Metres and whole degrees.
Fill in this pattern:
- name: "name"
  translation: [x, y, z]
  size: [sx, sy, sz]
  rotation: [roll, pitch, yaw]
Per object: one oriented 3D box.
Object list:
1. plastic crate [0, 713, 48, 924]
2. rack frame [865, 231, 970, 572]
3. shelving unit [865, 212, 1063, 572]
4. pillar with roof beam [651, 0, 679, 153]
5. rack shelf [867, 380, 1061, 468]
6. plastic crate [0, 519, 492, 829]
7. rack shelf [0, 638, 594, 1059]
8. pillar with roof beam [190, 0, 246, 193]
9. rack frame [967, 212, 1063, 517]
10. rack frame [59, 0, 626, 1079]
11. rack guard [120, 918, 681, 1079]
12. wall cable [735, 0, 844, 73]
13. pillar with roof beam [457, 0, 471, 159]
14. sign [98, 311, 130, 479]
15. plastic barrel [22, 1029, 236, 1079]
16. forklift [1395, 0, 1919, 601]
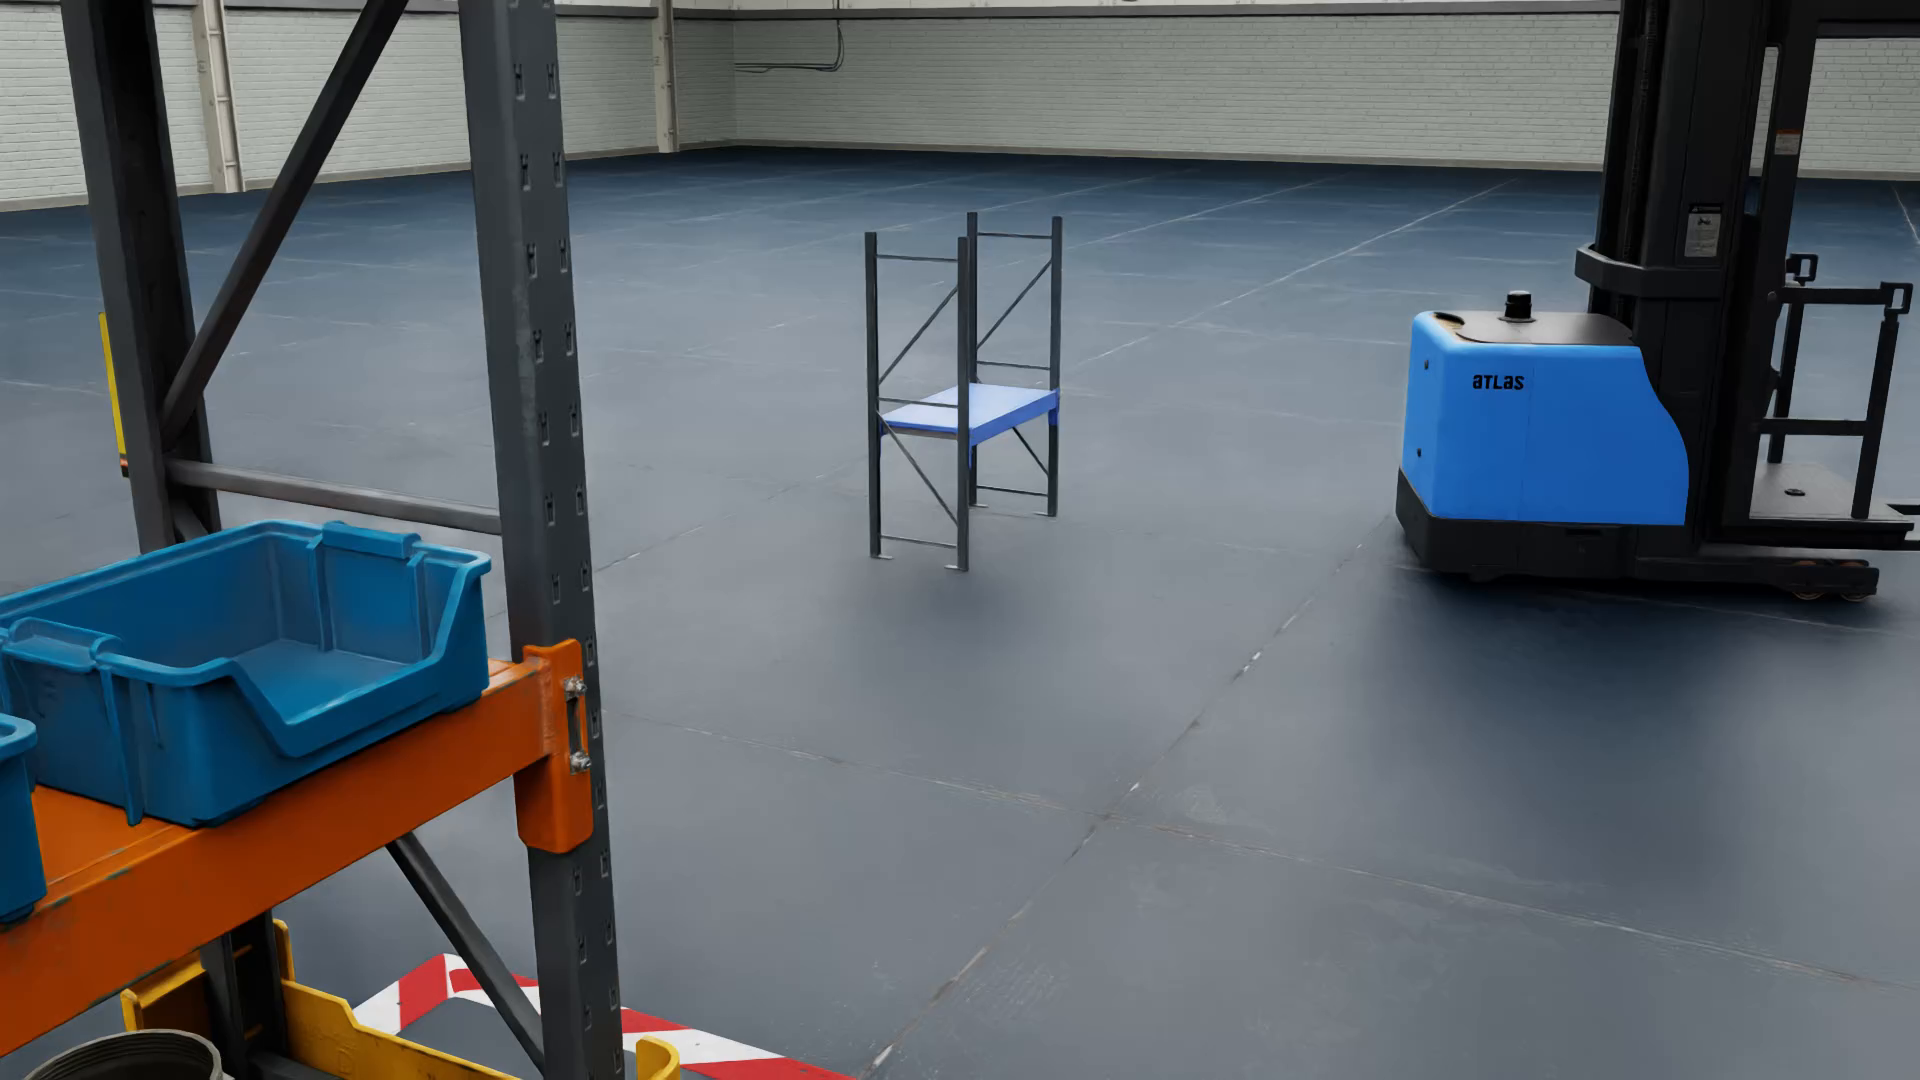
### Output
- name: "plastic crate"
  translation: [-1.353, 0.333, 1.896]
  size: [0.499, 0.251, 0.408]
  rotation: [8, 18, 25]
- name: "rack frame"
  translation: [-0.189, -0.611, 7.448]
  size: [0.500, 1.500, 0.032]
  rotation: [8, 18, 25]
- name: "shelving unit"
  translation: [0.038, -0.741, 7.884]
  size: [0.538, 1.500, 1.048]
  rotation: [8, 18, 25]
- name: "pillar with roof beam"
  translation: [-2.702, -12.497, 34.295]
  size: [9.100, 9.000, 0.400]
  rotation: [8, 18, 25]
- name: "rack shelf"
  translation: [0.038, -0.568, 7.935]
  size: [0.538, 0.185, 1.000]
  rotation: [8, 18, 25]
- name: "plastic crate"
  translation: [-1.058, 0.168, 2.451]
  size: [0.499, 0.251, 0.616]
  rotation: [8, 18, 25]
- name: "rack shelf"
  translation: [-1.996, 0.786, 1.374]
  size: [1.077, 0.370, 4.000]
  rotation: [8, 18, 25]
- name: "pillar with roof beam"
  translation: [-8.064, -9.440, 24.004]
  size: [9.100, 9.000, 0.400]
  rotation: [8, 18, 25]
- name: "rack frame"
  translation: [0.265, -0.870, 8.320]
  size: [0.500, 1.500, 0.032]
  rotation: [8, 18, 25]
- name: "rack frame"
  translation: [-1.105, -0.069, 2.988]
  size: [0.949, 2.616, 0.053]
  rotation: [8, 18, 25]
- name: "rack guard"
  translation: [-1.094, 1.155, 3.258]
  size: [1.175, 0.500, 0.348]
  rotation: [8, 18, 25]
- name: "wall cable"
  translation: [-4.054, -12.138, 38.541]
  size: [3.097, 2.526, 0.112]
  rotation: [8, 18, 25]
- name: "pillar with roof beam"
  translation: [-5.383, -10.969, 29.149]
  size: [9.100, 9.000, 0.400]
  rotation: [8, 18, 25]
- name: "sign"
  translation: [-1.592, -0.272, 3.187]
  size: [0.100, 0.325, 0.005]
  rotation: [8, 18, 25]
- name: "plastic barrel"
  translation: [-1.328, 1.100, 2.684]
  size: [0.421, 0.512, 0.421]
  rotation: [0, 17, 0]
- name: "forklift"
  translation: [3.612, -1.301, 7.256]
  size: [3.031, 2.935, 1.130]
  rotation: [2, 17, 6]
